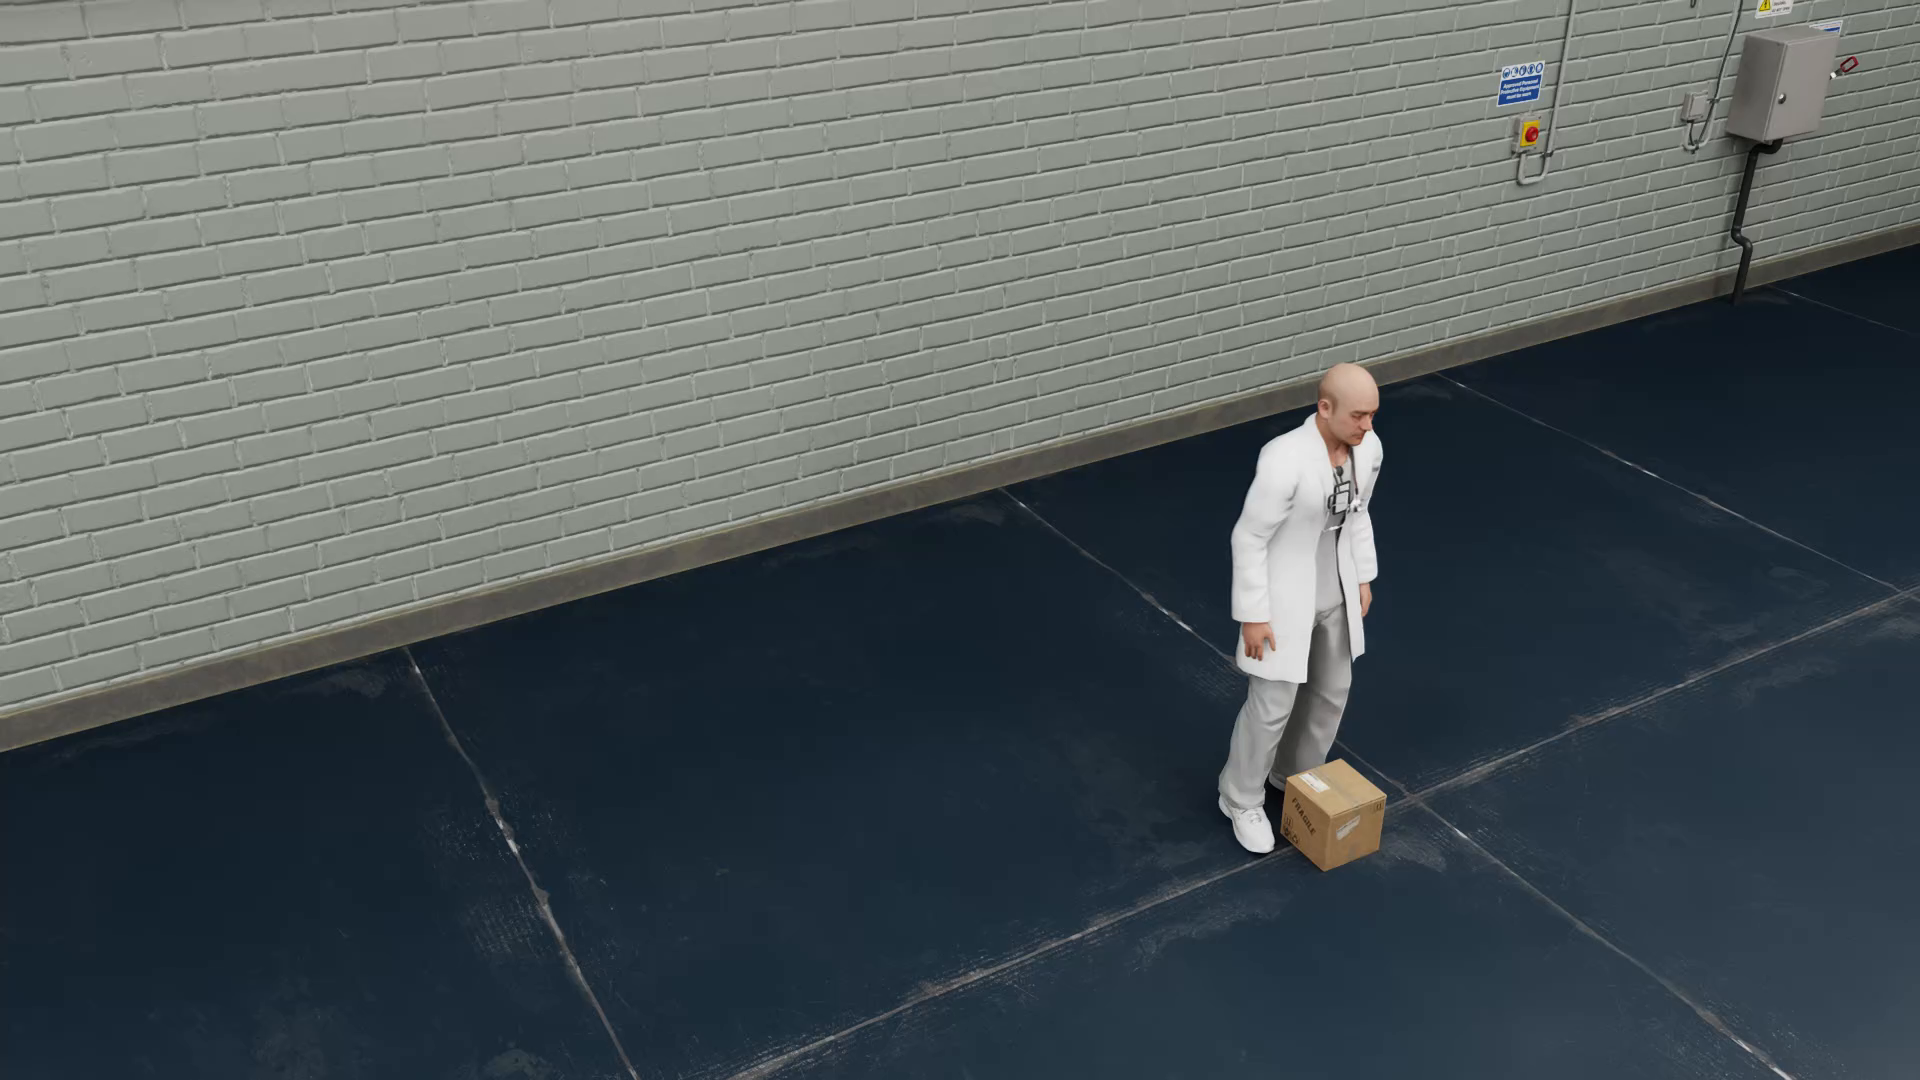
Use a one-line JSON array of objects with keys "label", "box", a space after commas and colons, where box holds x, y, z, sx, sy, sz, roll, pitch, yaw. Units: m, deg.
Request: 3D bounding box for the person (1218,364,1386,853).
[{"label": "person", "box": [1.197, 0.212, 5.751, 0.643, 1.775, 0.423, -15, 32, -26]}]
